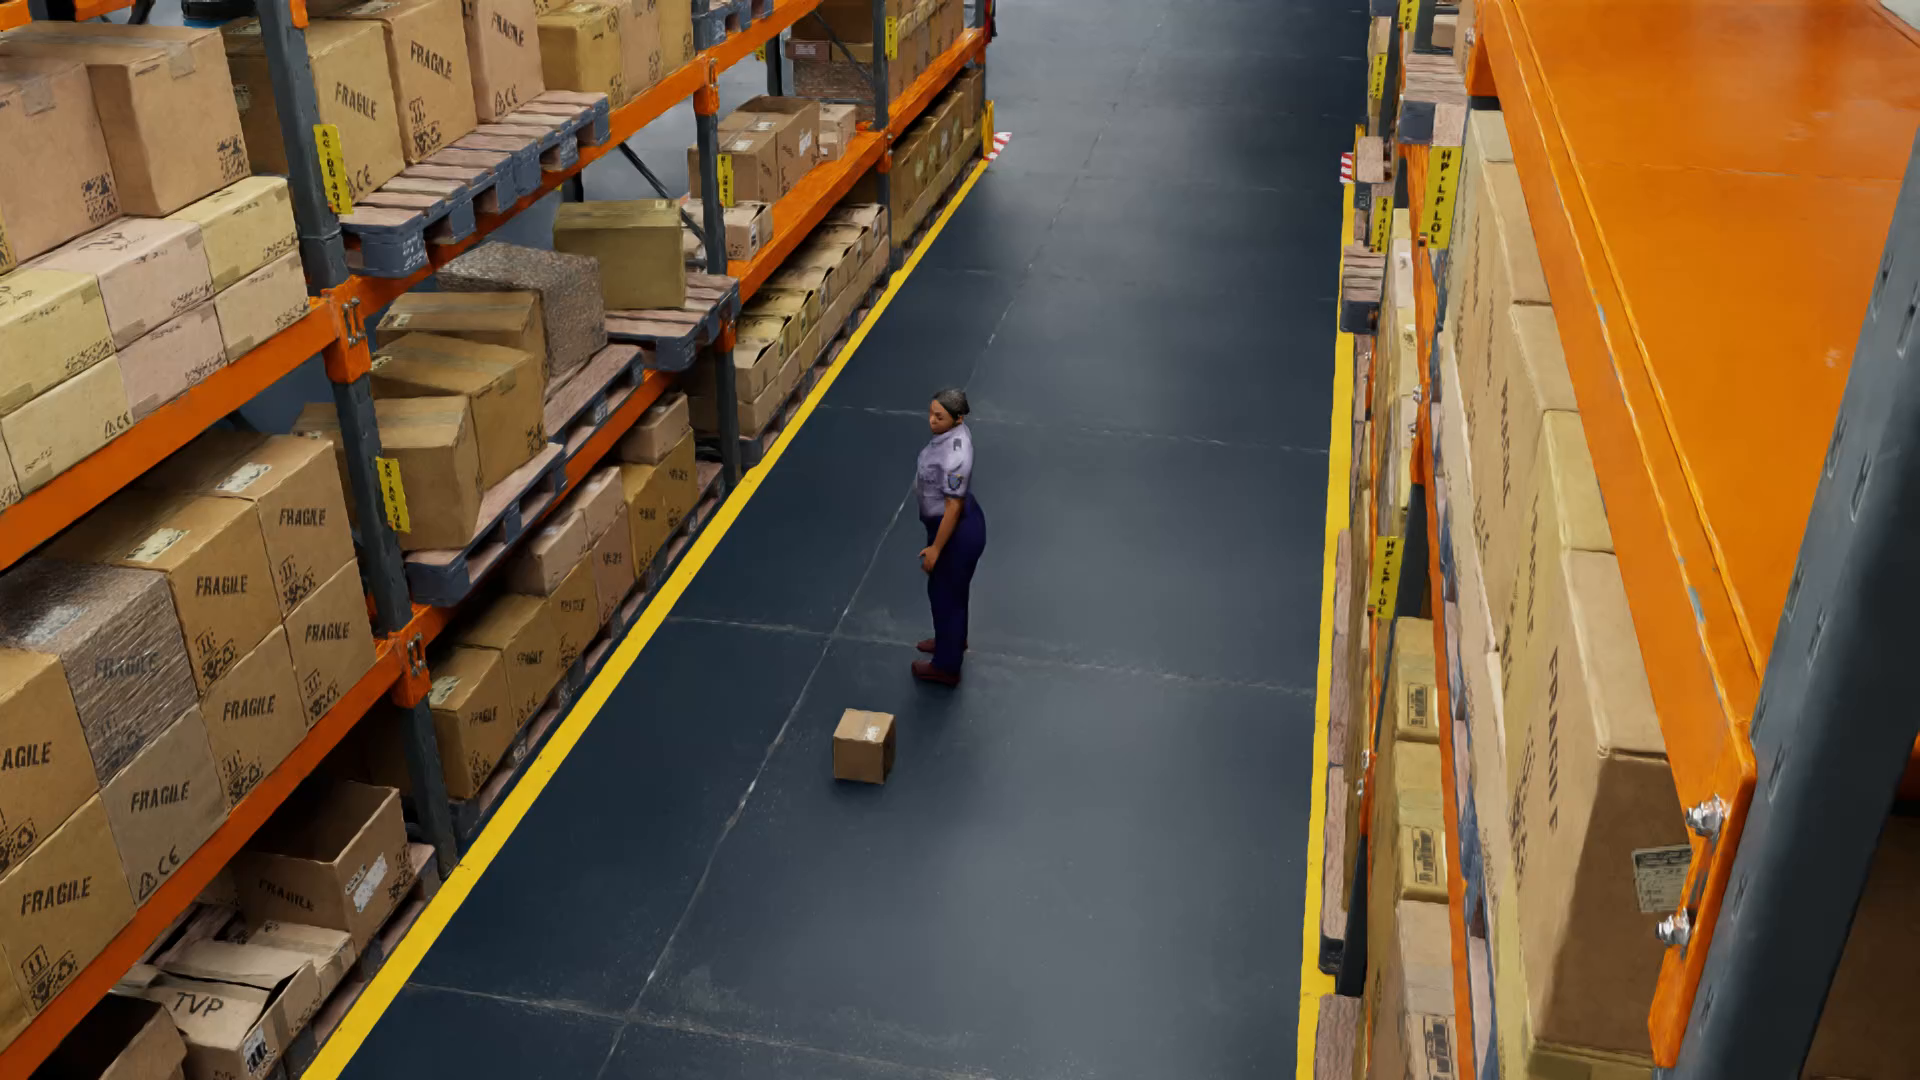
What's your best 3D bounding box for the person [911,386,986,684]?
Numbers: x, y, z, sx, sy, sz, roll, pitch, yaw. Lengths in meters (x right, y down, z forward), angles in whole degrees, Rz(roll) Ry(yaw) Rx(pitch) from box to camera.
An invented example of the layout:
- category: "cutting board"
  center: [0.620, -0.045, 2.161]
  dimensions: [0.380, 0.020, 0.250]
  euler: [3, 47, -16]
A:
- category: "person"
  center: [-0.067, -0.021, 8.675]
  dimensions: [0.399, 1.672, 0.515]
  euler: [-1, 29, -2]
